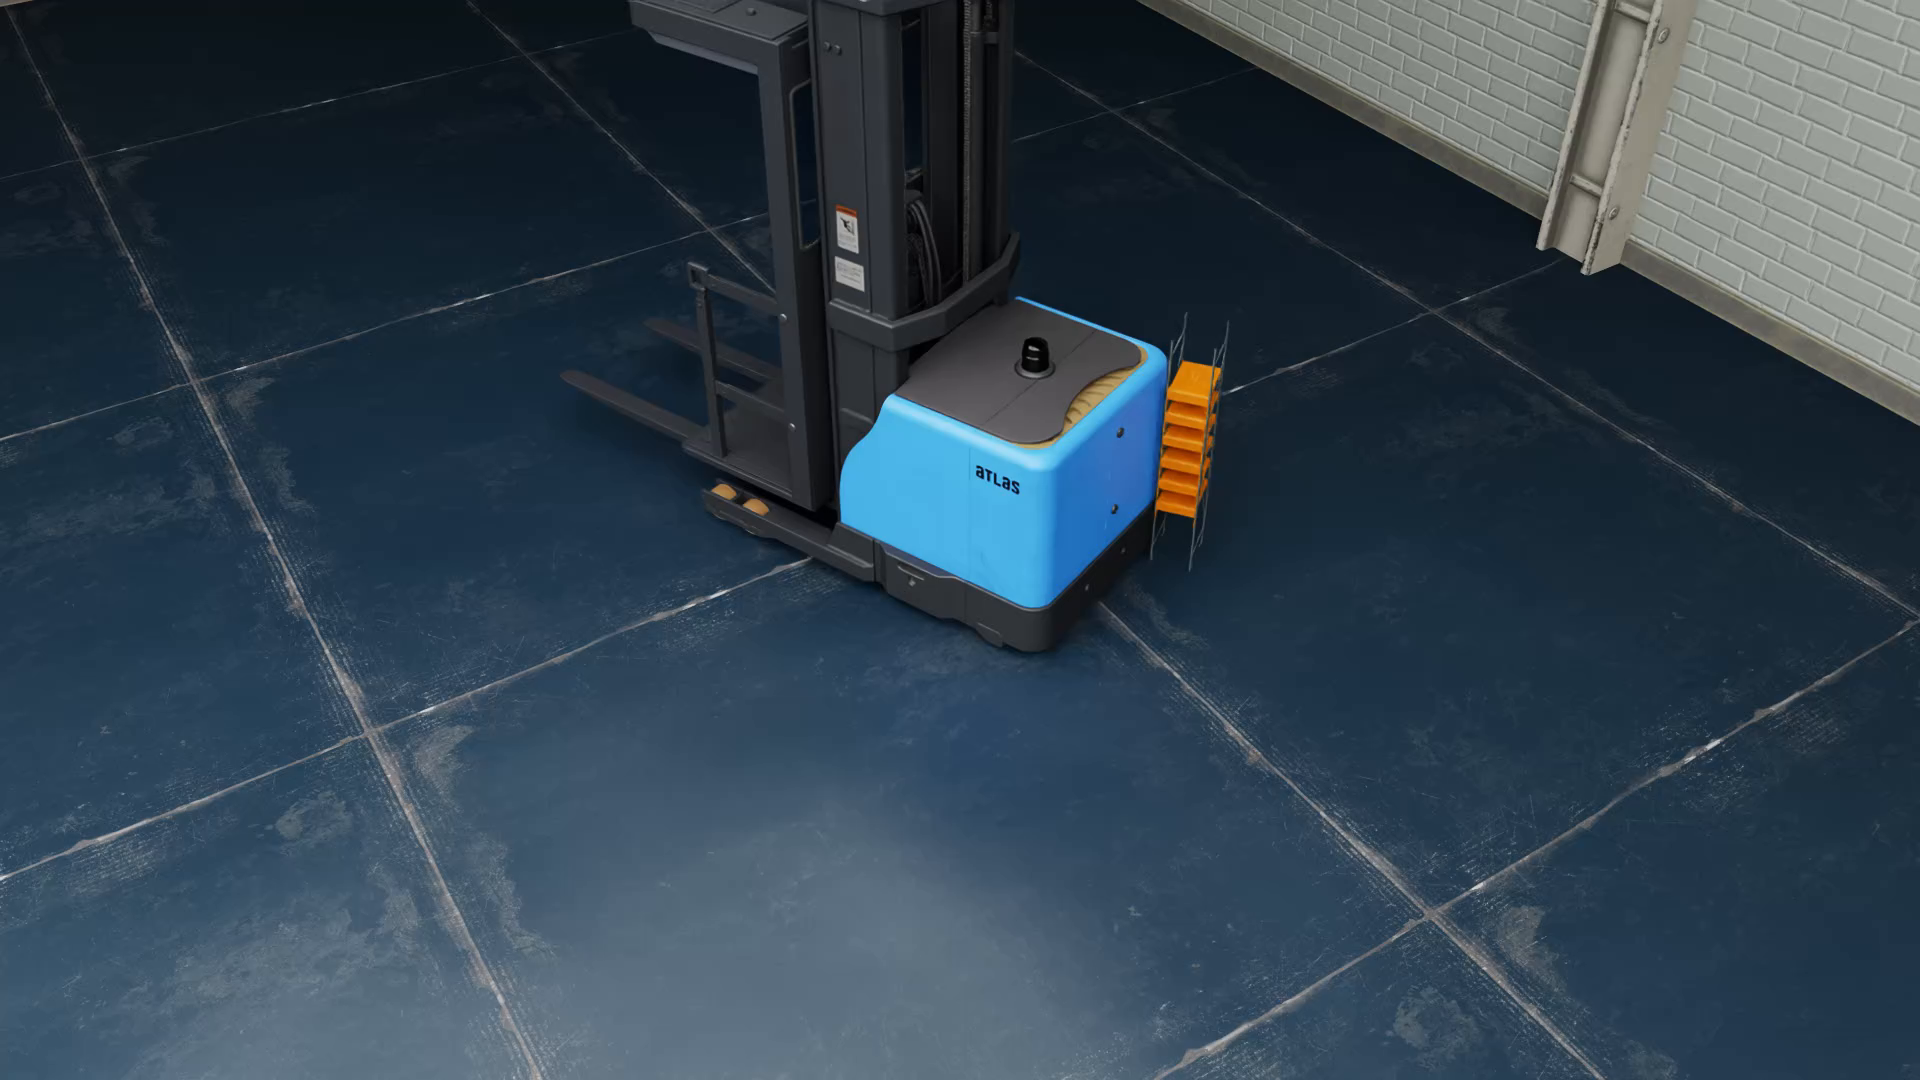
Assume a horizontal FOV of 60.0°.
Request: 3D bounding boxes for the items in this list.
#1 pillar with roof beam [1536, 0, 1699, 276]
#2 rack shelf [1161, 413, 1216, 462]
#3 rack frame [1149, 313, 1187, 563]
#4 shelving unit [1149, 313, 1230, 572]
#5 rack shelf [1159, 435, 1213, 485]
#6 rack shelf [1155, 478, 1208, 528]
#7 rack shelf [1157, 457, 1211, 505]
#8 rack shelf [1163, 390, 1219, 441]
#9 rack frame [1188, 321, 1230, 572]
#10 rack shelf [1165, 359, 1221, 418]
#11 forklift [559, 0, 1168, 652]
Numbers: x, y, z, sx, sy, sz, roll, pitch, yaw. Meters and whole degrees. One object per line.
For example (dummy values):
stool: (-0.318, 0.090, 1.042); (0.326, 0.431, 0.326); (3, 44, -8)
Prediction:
pillar with roof beam: (0.006, -3.656, 5.108); (9.100, 9.000, 0.400); (-22, 45, -24)
rack shelf: (1.000, -0.465, 7.253); (0.180, 0.103, 0.258); (14, 42, 16)
rack frame: (0.915, -0.428, 7.326); (0.006, 1.200, 0.240); (14, 42, 16)
shelving unit: (1.000, -0.407, 7.301); (0.189, 1.200, 0.258); (14, 42, 16)
rack shelf: (1.000, -0.373, 7.330); (0.180, 0.103, 0.258); (14, 42, 16)
rack shelf: (1.000, -0.189, 7.484); (0.180, 0.103, 0.258); (14, 42, 16)
rack shelf: (1.000, -0.281, 7.407); (0.180, 0.103, 0.258); (14, 42, 16)
rack shelf: (1.001, -0.558, 7.176); (0.180, 0.103, 0.258); (14, 42, 16)
rack frame: (1.086, -0.387, 7.277); (0.006, 1.200, 0.240); (14, 42, 16)
rack shelf: (1.001, -0.650, 7.099); (0.180, 0.103, 0.258); (14, 42, 16)
forklift: (-0.600, -1.402, 7.142); (3.031, 2.935, 1.130); (24, 46, 26)
